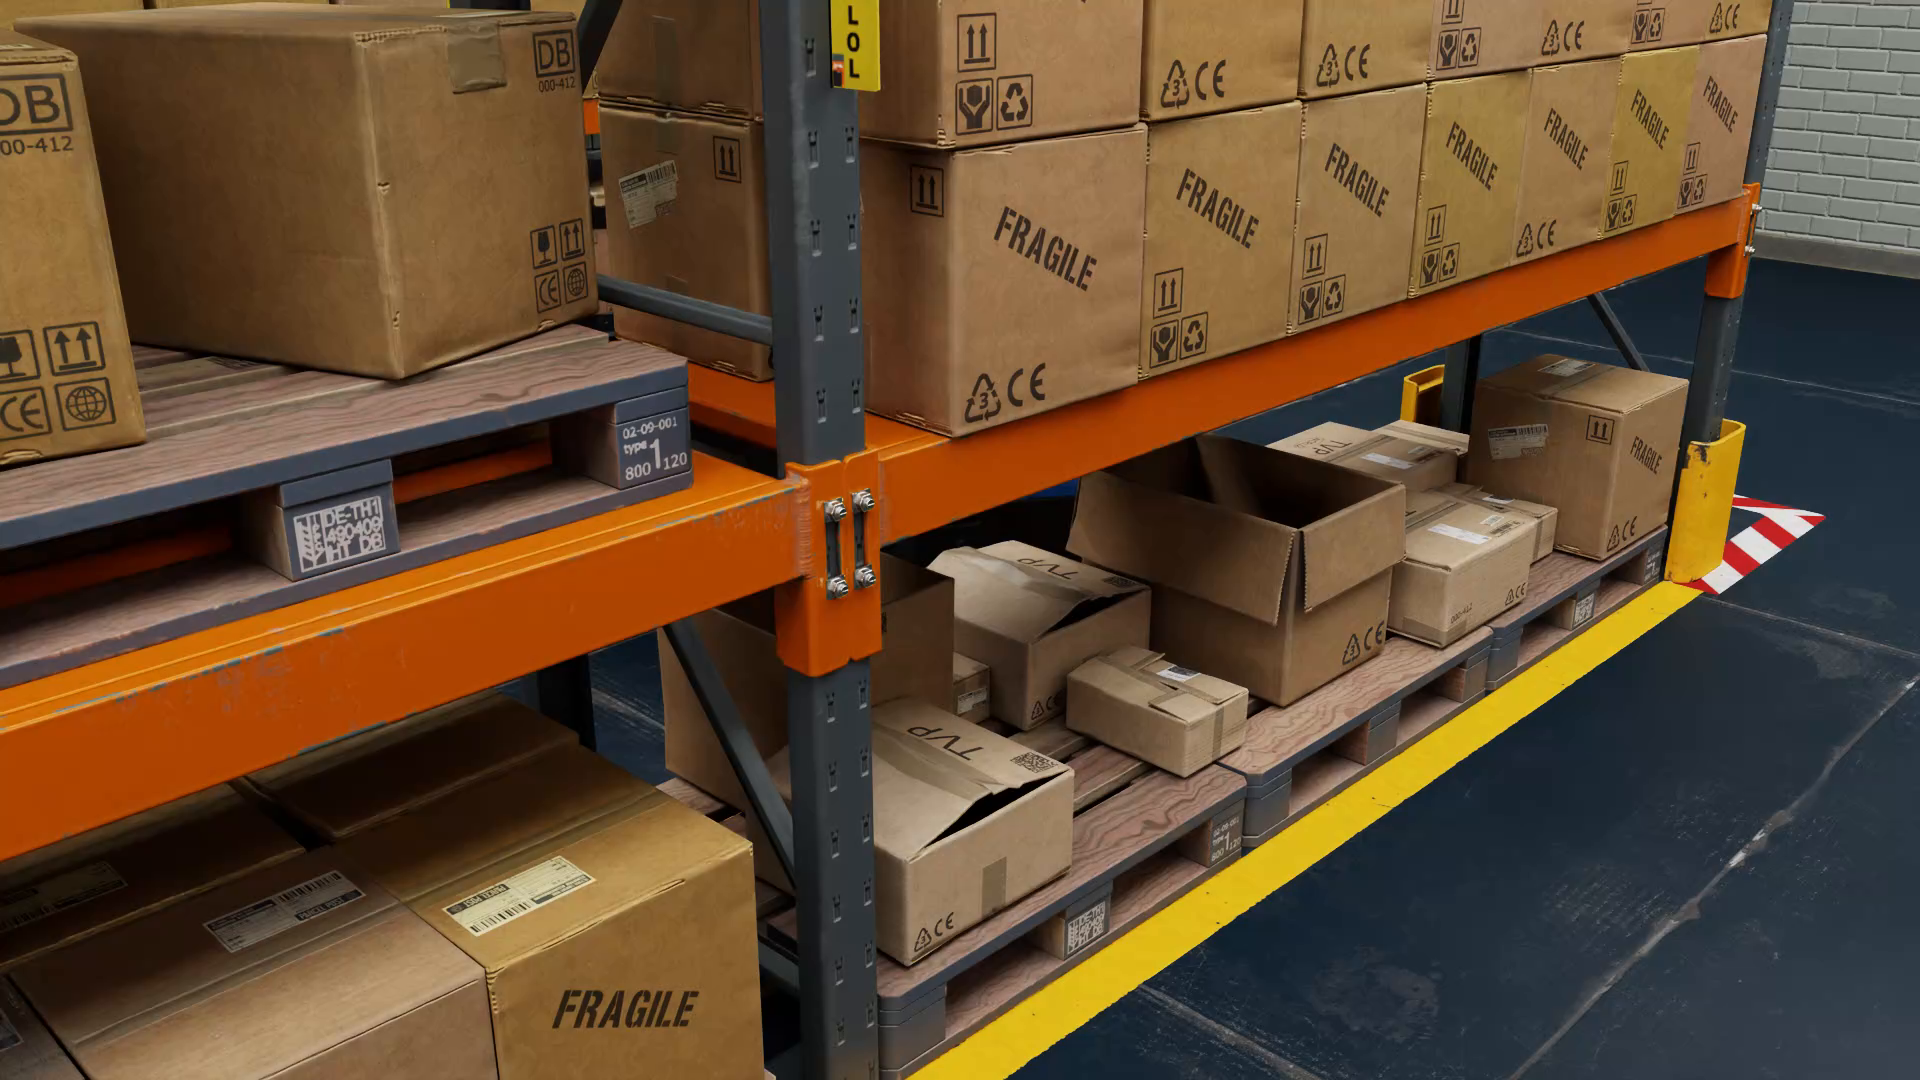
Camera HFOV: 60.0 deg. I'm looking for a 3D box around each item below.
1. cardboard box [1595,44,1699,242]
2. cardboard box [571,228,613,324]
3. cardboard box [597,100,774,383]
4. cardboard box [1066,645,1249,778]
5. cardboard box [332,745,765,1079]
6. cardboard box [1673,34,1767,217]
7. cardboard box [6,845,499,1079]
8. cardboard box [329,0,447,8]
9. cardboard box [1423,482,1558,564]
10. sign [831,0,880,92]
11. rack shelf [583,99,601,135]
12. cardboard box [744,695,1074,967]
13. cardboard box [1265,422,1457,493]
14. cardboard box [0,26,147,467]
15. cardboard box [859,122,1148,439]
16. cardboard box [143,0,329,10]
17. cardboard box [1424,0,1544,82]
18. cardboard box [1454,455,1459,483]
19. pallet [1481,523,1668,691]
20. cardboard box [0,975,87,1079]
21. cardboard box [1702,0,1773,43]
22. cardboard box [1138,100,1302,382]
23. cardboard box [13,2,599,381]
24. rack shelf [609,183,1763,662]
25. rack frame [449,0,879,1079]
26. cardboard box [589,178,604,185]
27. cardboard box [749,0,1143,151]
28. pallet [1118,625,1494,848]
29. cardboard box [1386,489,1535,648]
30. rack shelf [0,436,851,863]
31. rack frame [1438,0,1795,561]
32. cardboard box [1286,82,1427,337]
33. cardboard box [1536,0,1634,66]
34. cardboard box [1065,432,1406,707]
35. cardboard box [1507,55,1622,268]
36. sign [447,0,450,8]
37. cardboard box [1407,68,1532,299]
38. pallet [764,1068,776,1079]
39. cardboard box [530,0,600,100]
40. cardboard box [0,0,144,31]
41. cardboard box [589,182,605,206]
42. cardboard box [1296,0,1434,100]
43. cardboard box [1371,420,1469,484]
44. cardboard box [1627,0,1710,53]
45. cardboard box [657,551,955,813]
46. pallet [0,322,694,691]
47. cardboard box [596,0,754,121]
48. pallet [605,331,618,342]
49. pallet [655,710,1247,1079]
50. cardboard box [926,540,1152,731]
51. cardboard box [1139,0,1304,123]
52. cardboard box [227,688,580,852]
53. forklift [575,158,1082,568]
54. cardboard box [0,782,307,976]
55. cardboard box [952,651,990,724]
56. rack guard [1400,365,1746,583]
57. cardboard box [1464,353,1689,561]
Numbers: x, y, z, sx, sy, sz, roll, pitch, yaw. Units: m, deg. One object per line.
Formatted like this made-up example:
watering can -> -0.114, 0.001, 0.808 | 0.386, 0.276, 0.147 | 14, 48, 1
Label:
cardboard box -> 1.758, -1.181, 4.828 | 0.500, 0.500, 0.500 | 20, 28, 41
cardboard box -> -2.082, -1.387, 8.400 | 0.700, 0.500, 0.500 | 19, 28, 40
cardboard box -> -0.390, -0.663, 3.480 | 0.500, 0.500, 0.500 | -20, 28, -41
cardboard box -> 0.489, 0.415, 4.151 | 0.380, 0.166, 0.250 | 19, 28, 41
cardboard box -> -0.694, 0.736, 2.849 | 0.500, 0.500, 0.500 | 19, 28, 40
cardboard box -> 2.118, -1.315, 5.177 | 0.500, 0.500, 0.500 | -19, 28, -40
cardboard box -> -1.045, 0.861, 2.524 | 0.500, 0.500, 0.500 | 19, 28, 41
cardboard box -> -2.703, -2.314, 7.496 | 0.980, 0.700, 0.700 | 18, 27, 38
cardboard box -> 1.685, -0.052, 5.365 | 0.380, 0.166, 0.250 | 19, 28, 41
sign -> -0.155, -0.826, 2.430 | 0.100, 0.325, 0.005 | 19, 28, 41
rack shelf -> -2.712, -1.841, 7.686 | 1.077, 0.370, 4.000 | 19, 28, 41
cardboard box -> -0.107, 0.572, 3.540 | 0.500, 0.311, 0.500 | 19, 28, 41
cardboard box -> 1.304, -0.177, 5.573 | 0.500, 0.250, 0.500 | 19, 28, 41
cardboard box -> -1.480, -0.408, 2.231 | 0.500, 0.500, 0.700 | -15, 26, -34
cardboard box -> -0.004, -0.533, 3.142 | 0.500, 0.500, 0.500 | -19, 28, -41
cardboard box -> -3.204, -2.124, 7.003 | 0.980, 0.700, 0.700 | 18, 28, 39
cardboard box -> 1.053, -1.386, 3.966 | 0.500, 0.500, 0.500 | -19, 28, -40
cardboard box -> 1.522, -0.249, 5.877 | 0.380, 0.166, 0.250 | 19, 28, 41
pallet -> 1.627, 0.074, 5.587 | 1.003, 0.211, 1.213 | 19, 28, 41
cardboard box -> -1.395, 0.990, 2.189 | 0.500, 0.500, 0.500 | 20, 29, 41
cardboard box -> 2.122, -1.782, 4.997 | 0.500, 0.500, 0.500 | 19, 28, 40
cardboard box -> 0.350, -0.666, 3.486 | 0.500, 0.500, 0.500 | -20, 28, -41
cardboard box -> -1.046, -0.601, 2.732 | 0.700, 0.500, 0.500 | 9, 23, 23
rack shelf -> 0.840, -0.602, 4.463 | 1.077, 0.370, 4.000 | 19, 28, 41
rack frame -> -0.555, -0.424, 2.996 | 1.000, 3.000, 0.127 | 19, 28, 41
cardboard box -> -1.692, -1.739, 8.414 | 0.380, 0.149, 0.250 | 19, 28, 40
cardboard box -> -0.025, -0.988, 2.931 | 0.500, 0.500, 0.500 | -19, 28, -41
pallet -> 0.776, 0.386, 4.775 | 1.003, 0.211, 1.213 | 19, 28, 41
cardboard box -> 1.348, 0.064, 4.946 | 0.500, 0.250, 0.500 | 19, 28, 41
rack shelf -> -1.950, 0.426, 1.788 | 1.077, 0.370, 4.000 | 19, 28, 41
rack frame -> 2.235, -1.452, 5.672 | 1.000, 3.000, 0.127 | 19, 28, 41
cardboard box -> 0.701, -0.794, 3.820 | 0.500, 0.500, 0.500 | 19, 28, 40
cardboard box -> 1.412, -1.518, 4.309 | 0.500, 0.500, 0.500 | -19, 28, -41
cardboard box -> 0.752, 0.052, 4.625 | 0.797, 0.503, 0.637 | 19, 28, 41
cardboard box -> 1.406, -1.054, 4.497 | 0.500, 0.500, 0.500 | 20, 28, 41
sign -> -0.949, -0.962, 3.189 | 0.100, 0.325, 0.005 | 19, 28, 41
cardboard box -> 1.055, -0.925, 4.161 | 0.500, 0.500, 0.500 | 19, 28, 40
pallet -> -1.096, 1.096, 2.928 | 1.003, 0.211, 1.213 | 19, 28, 41
cardboard box -> -2.165, -2.508, 7.999 | 0.980, 0.700, 0.700 | 19, 28, 40
cardboard box -> -3.717, -1.938, 6.518 | 0.700, 0.700, 0.980 | -20, 28, -41
cardboard box -> -1.870, -1.673, 8.242 | 0.250, 0.149, 0.380 | -19, 28, -41
cardboard box -> 0.694, -1.253, 3.620 | 0.500, 0.500, 0.500 | 18, 28, 39
cardboard box -> 1.697, -0.305, 6.048 | 0.380, 0.149, 0.250 | 19, 28, 41
cardboard box -> 1.770, -1.652, 4.659 | 0.500, 0.500, 0.500 | -19, 28, -41
cardboard box -> -0.361, 0.320, 3.932 | 0.500, 0.500, 0.500 | 19, 28, 41
pallet -> -1.191, -0.156, 2.567 | 1.003, 0.211, 1.213 | 19, 28, 41
cardboard box -> -0.388, -1.132, 3.306 | 0.500, 0.500, 0.500 | 19, 28, 41
pallet -> -1.818, -1.164, 8.809 | 1.003, 0.211, 1.213 | 19, 28, 41
pallet -> -0.075, 0.702, 3.955 | 1.003, 0.211, 1.213 | 19, 28, 41
cardboard box -> 0.162, 0.216, 4.467 | 0.500, 0.311, 0.500 | 19, 28, 41
cardboard box -> 0.335, -1.121, 3.276 | 0.500, 0.500, 0.500 | 18, 28, 39
cardboard box -> -1.067, 0.601, 3.201 | 0.500, 0.500, 0.500 | 18, 27, 38
forklift -> -0.992, -1.301, 5.374 | 3.031, 2.935, 1.130 | -5, 22, -12
cardboard box -> -1.431, 0.741, 2.837 | 0.500, 0.500, 0.500 | -20, 28, -41
cardboard box -> -0.142, 0.373, 4.285 | 0.380, 0.149, 0.250 | 19, 28, 41
rack guard -> 2.182, -0.266, 6.069 | 1.175, 0.500, 0.348 | 19, 28, 41
cardboard box -> 2.032, -0.289, 5.517 | 0.500, 0.500, 0.500 | 19, 28, 41
